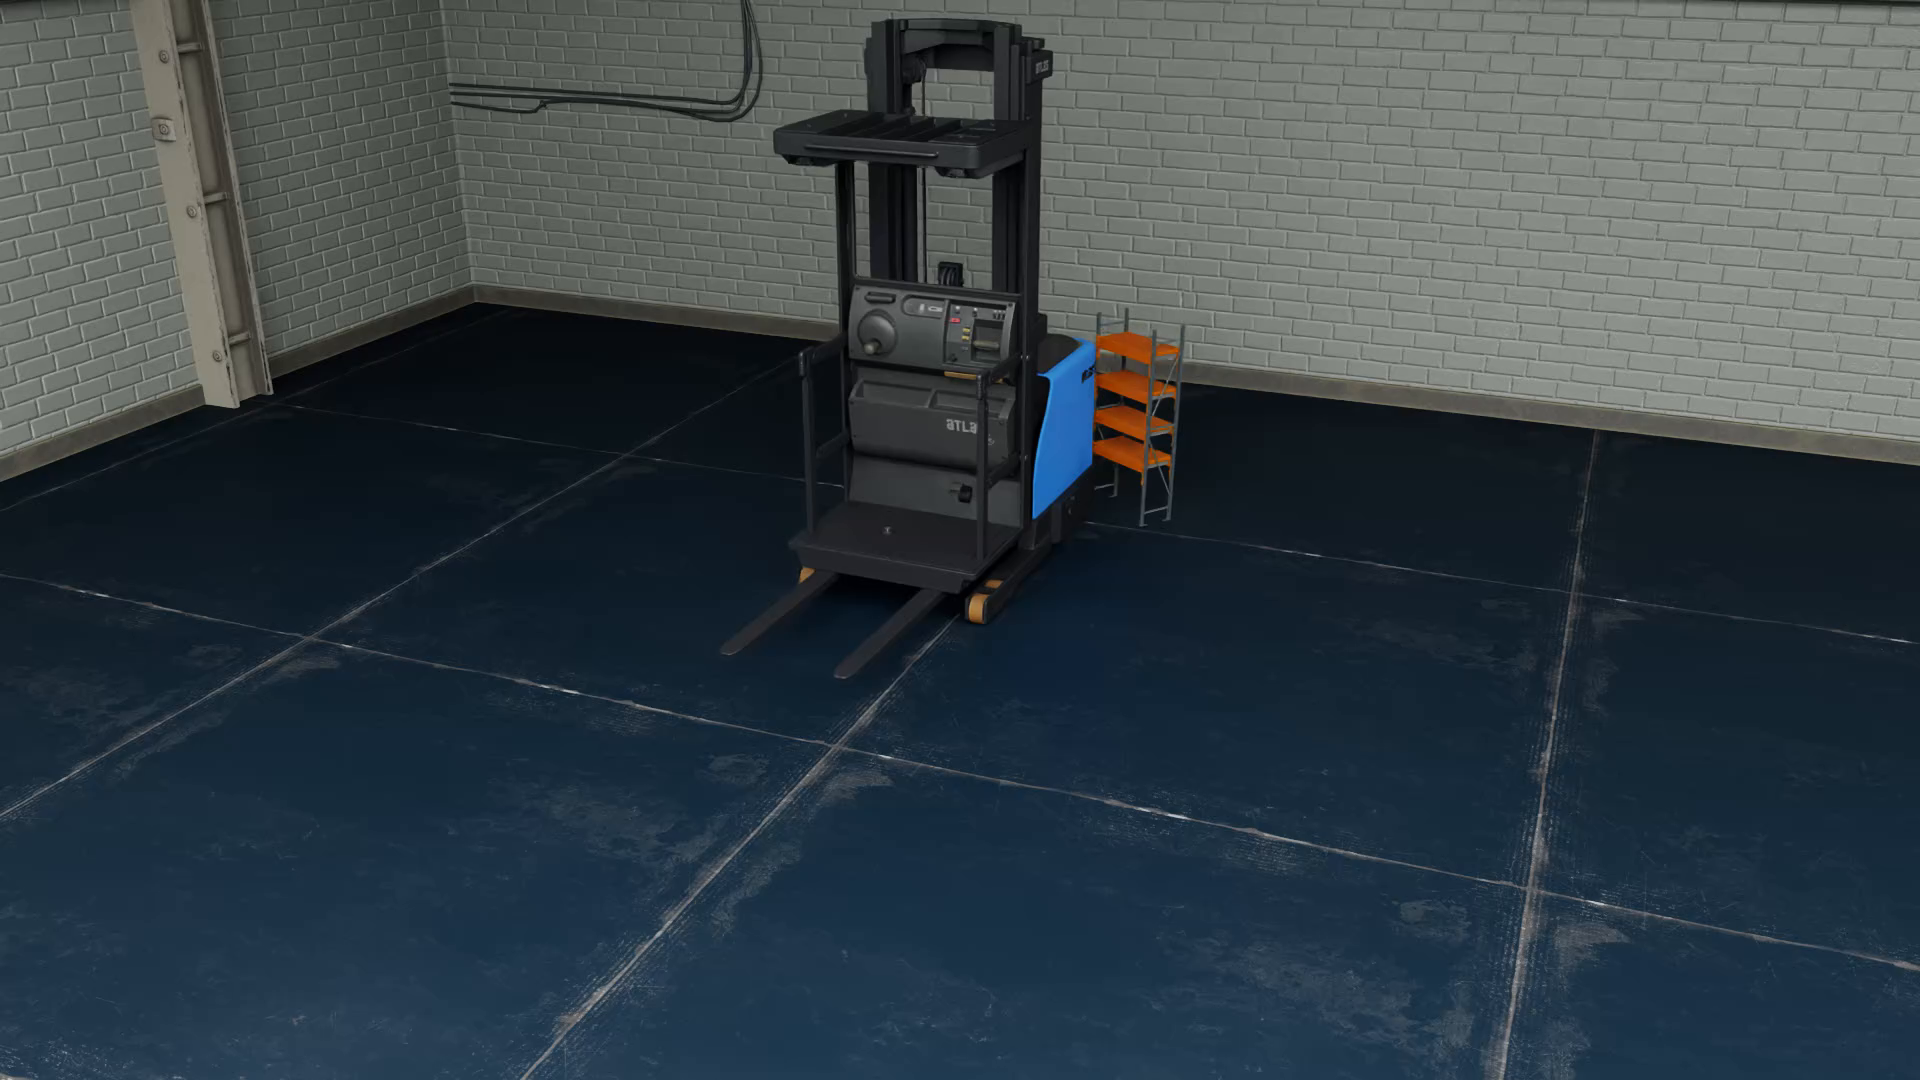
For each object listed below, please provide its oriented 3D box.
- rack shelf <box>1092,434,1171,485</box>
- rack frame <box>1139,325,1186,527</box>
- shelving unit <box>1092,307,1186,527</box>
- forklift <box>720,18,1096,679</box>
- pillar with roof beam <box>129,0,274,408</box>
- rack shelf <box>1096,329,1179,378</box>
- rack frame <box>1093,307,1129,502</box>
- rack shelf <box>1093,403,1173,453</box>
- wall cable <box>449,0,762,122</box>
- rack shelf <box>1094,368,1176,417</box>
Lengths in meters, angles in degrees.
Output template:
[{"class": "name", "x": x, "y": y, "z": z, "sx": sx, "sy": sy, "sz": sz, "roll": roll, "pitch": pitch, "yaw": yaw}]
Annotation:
[{"class": "rack shelf", "x": 1.035, "y": -0.489, "z": 10.042, "sx": 0.258, "sy": 0.148, "sz": 0.480, "roll": -14, "pitch": 26, "yaw": -34}, {"class": "rack frame", "x": 1.186, "y": -0.660, "z": 9.762, "sx": 0.240, "sy": 1.200, "sz": 0.015, "roll": -14, "pitch": 26, "yaw": -34}, {"class": "shelving unit", "x": 1.042, "y": -0.736, "z": 9.944, "sx": 0.258, "sy": 1.200, "sz": 0.503, "roll": -14, "pitch": 26, "yaw": -34}, {"class": "forklift", "x": -0.236, "y": -1.097, "z": 8.573, "sx": 1.130, "sy": 2.935, "sz": 3.031, "roll": 9, "pitch": 24, "yaw": 21}, {"class": "pillar with roof beam", "x": -1.317, "y": -4.581, "z": 9.041, "sx": 9.100, "sy": 9.000, "sz": 0.400, "roll": 9, "pitch": 24, "yaw": 20}, {"class": "rack shelf", "x": 1.053, "y": -1.101, "z": 9.800, "sx": 0.258, "sy": 0.148, "sz": 0.480, "roll": -14, "pitch": 26, "yaw": -34}, {"class": "rack frame", "x": 0.899, "y": -0.812, "z": 10.126, "sx": 0.240, "sy": 1.200, "sz": 0.015, "roll": -14, "pitch": 26, "yaw": -34}, {"class": "rack shelf", "x": 1.040, "y": -0.674, "z": 9.969, "sx": 0.258, "sy": 0.148, "sz": 0.480, "roll": -14, "pitch": 26, "yaw": -34}, {"class": "wall cable", "x": -2.992, "y": -4.629, "z": 13.185, "sx": 3.097, "sy": 2.526, "sz": 0.112, "roll": 9, "pitch": 24, "yaw": 20}, {"class": "rack shelf", "x": 1.046, "y": -0.882, "z": 9.887, "sx": 0.258, "sy": 0.148, "sz": 0.480, "roll": -14, "pitch": 26, "yaw": -34}]
